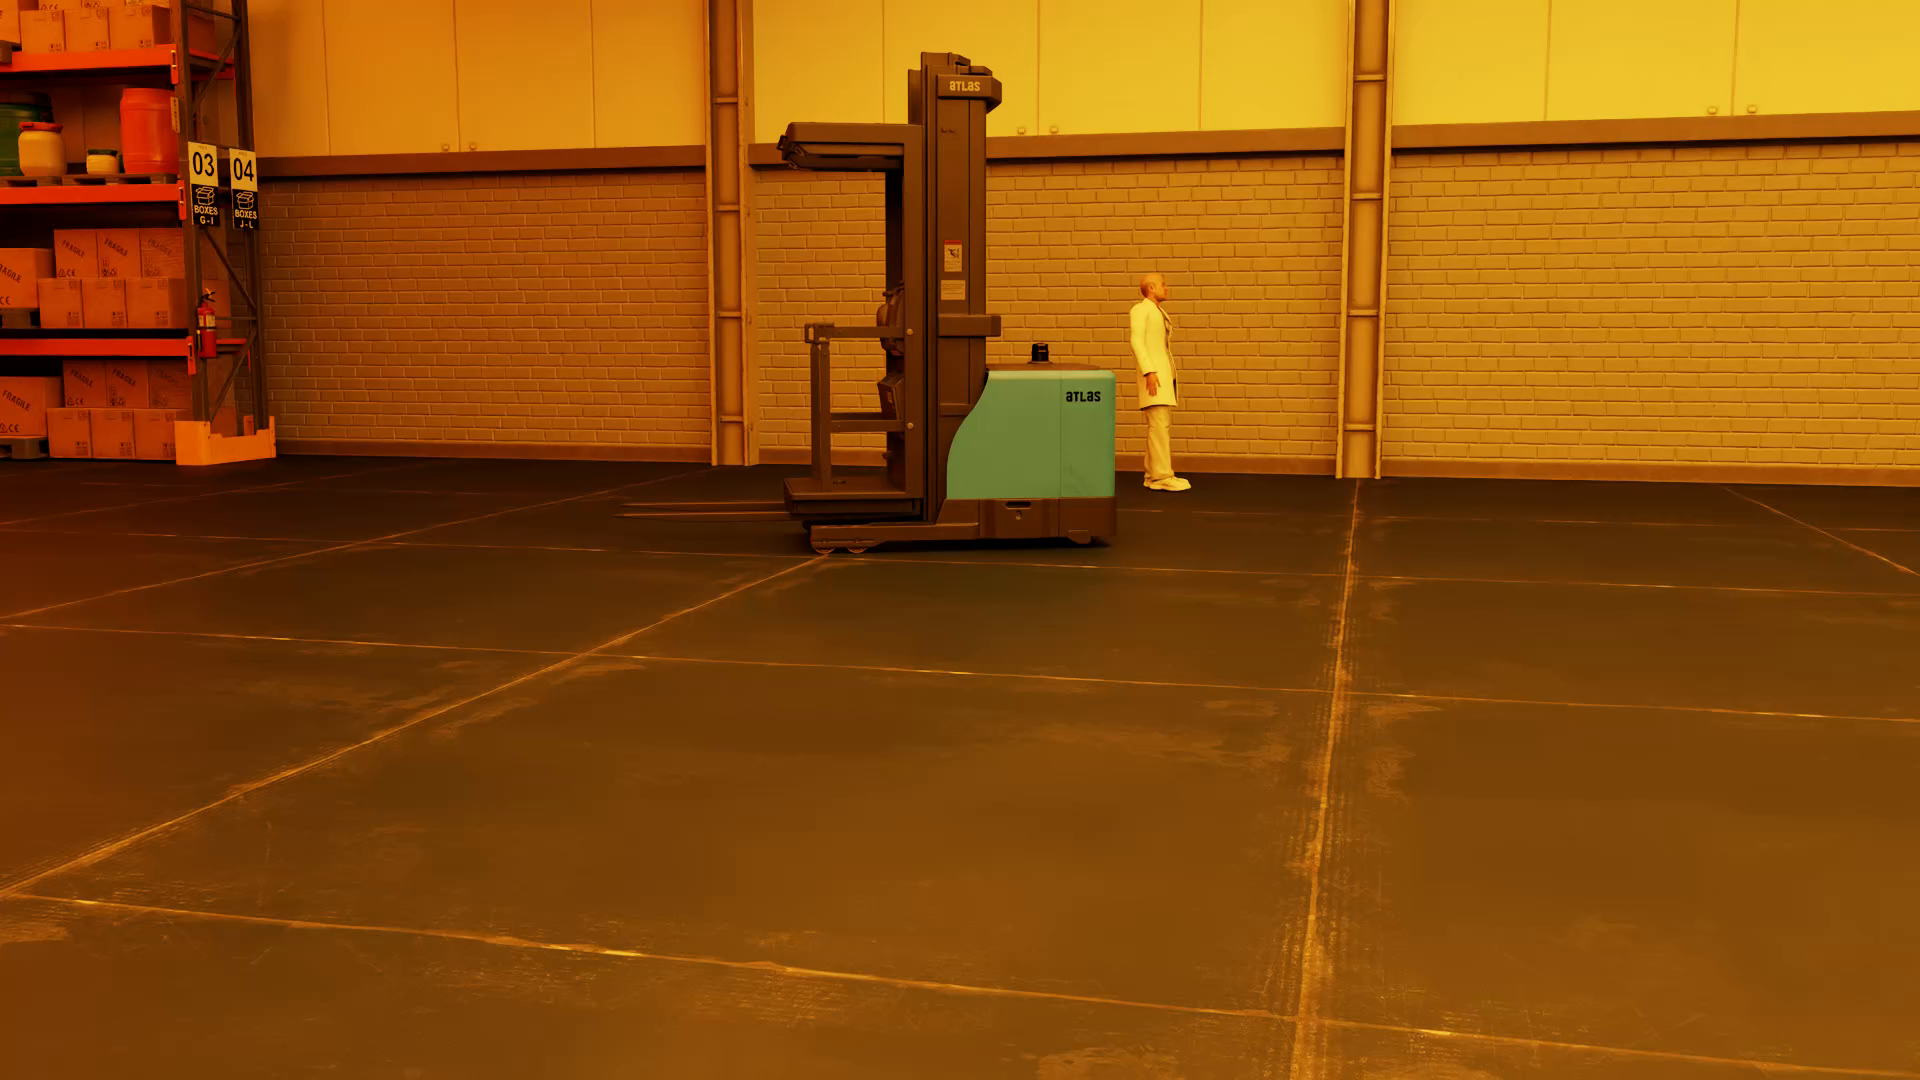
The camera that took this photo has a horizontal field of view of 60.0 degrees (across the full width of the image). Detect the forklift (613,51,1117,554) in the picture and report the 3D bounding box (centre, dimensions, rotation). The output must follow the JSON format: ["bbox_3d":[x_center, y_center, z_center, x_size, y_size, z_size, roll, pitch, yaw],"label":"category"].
[{"bbox_3d":[-0.602,-1.443,10.231,3.031,2.935,1.130,-1,7,-8],"label":"forklift"}]

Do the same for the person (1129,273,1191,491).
[{"bbox_3d":[1.727,-1.320,13.817,0.581,1.777,0.698,3,8,24],"label":"person"}]
